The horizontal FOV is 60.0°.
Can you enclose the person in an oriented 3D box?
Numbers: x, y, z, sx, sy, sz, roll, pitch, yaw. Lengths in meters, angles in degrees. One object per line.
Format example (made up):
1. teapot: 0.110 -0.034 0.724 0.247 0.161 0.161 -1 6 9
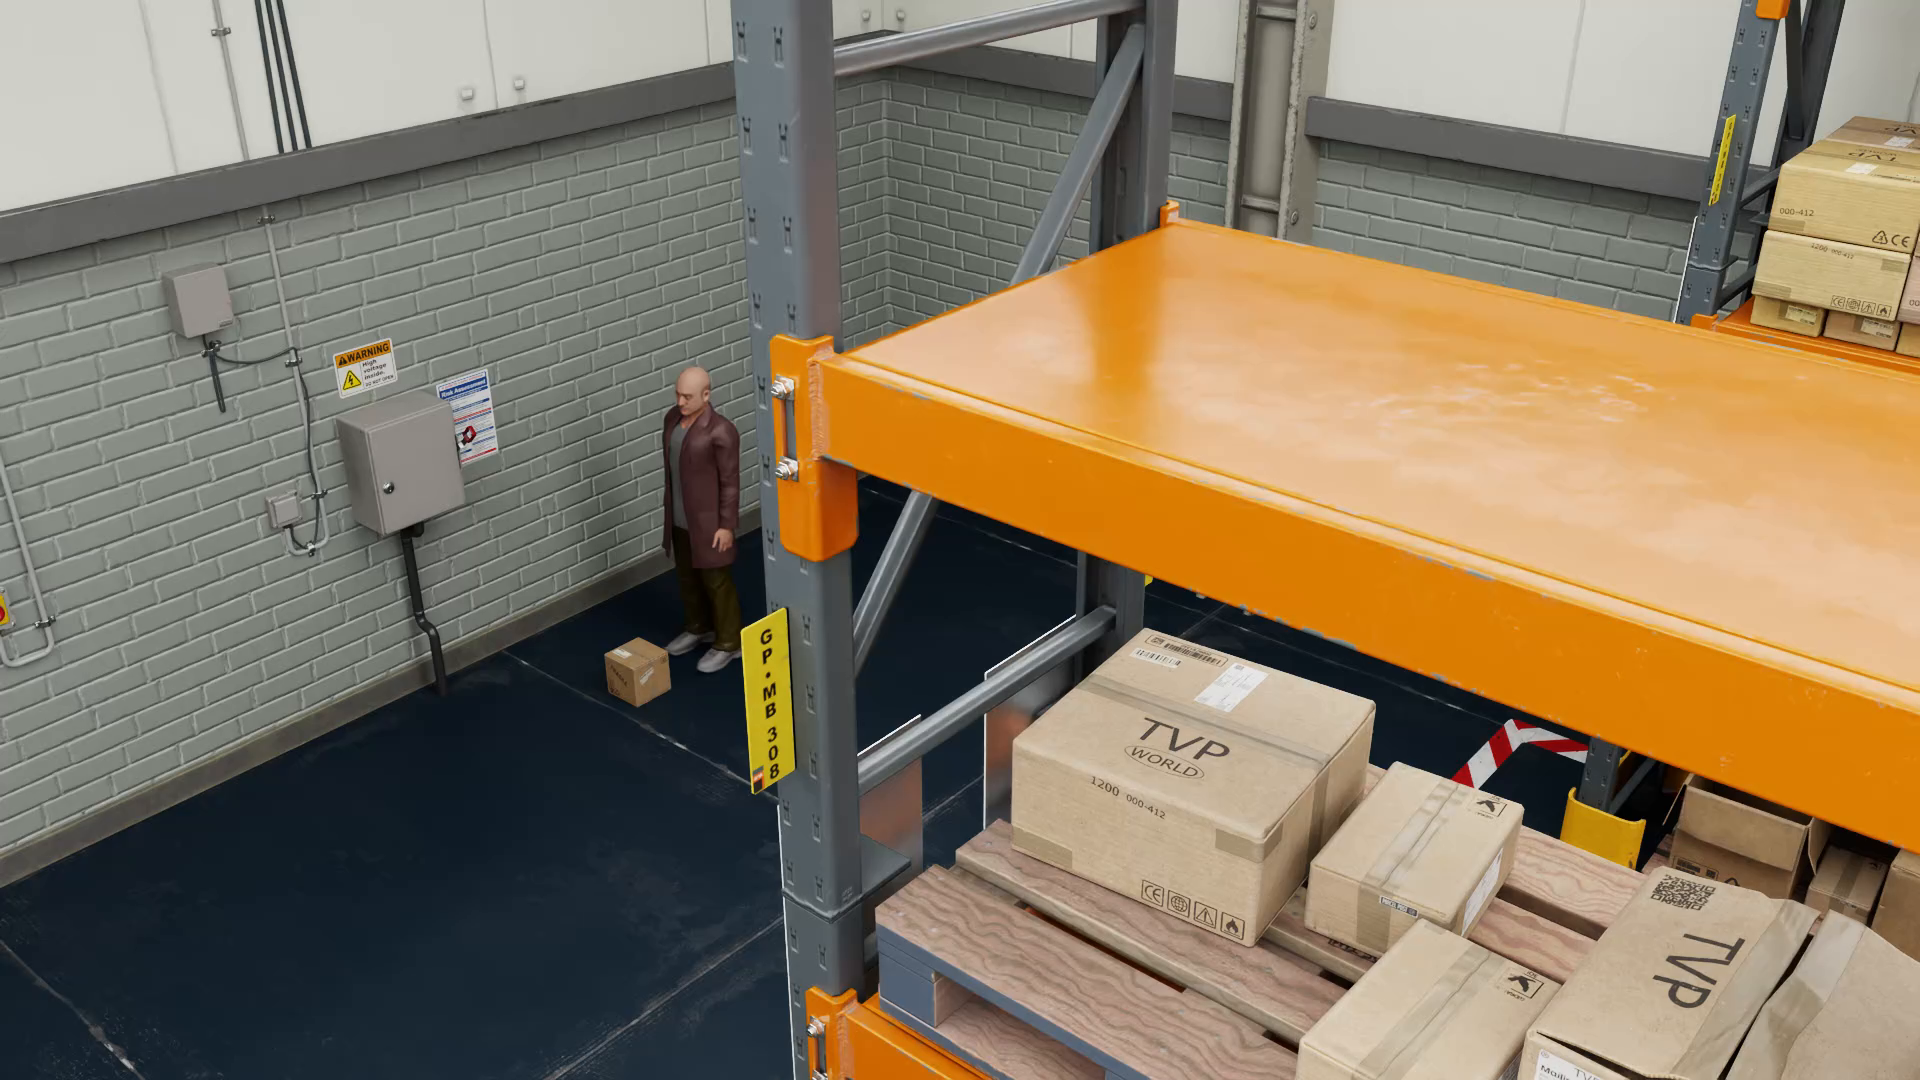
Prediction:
1. person: -1.455 -0.117 9.294 0.563 1.776 0.370 21 34 36
